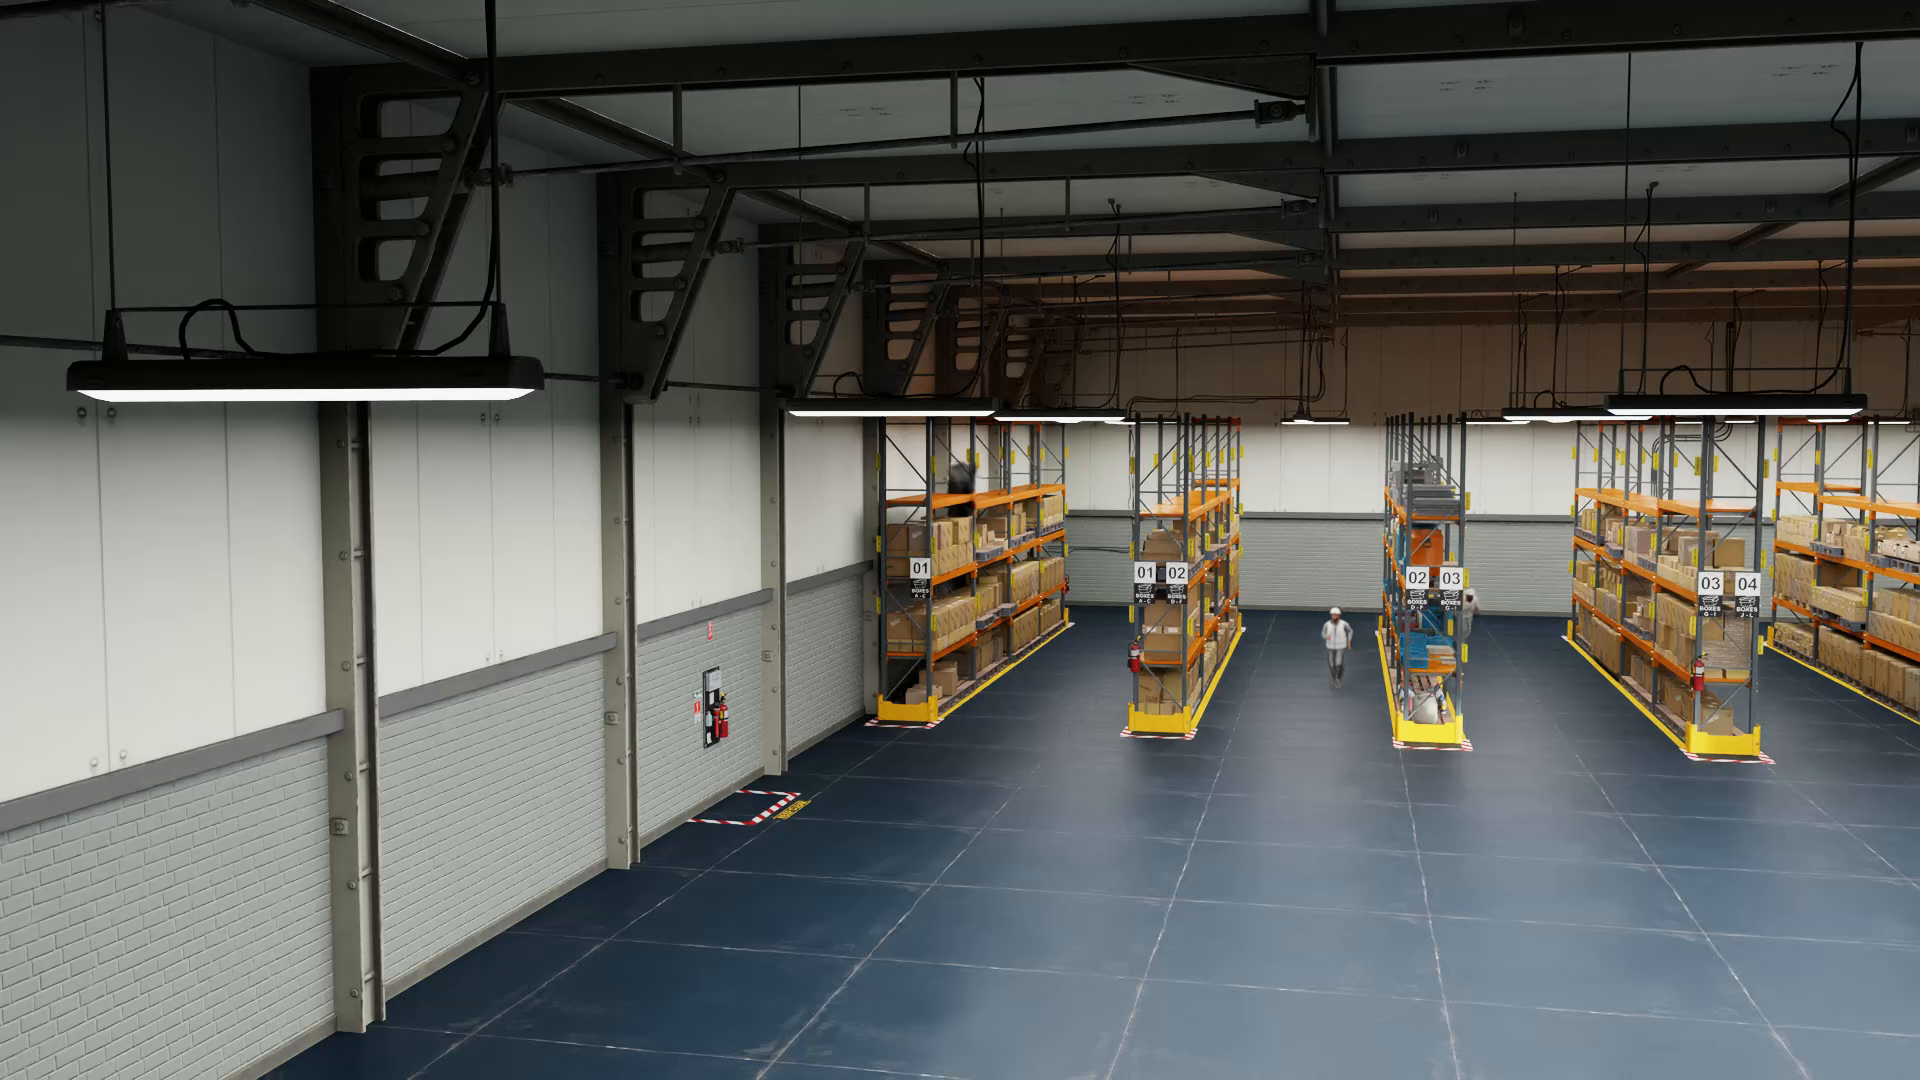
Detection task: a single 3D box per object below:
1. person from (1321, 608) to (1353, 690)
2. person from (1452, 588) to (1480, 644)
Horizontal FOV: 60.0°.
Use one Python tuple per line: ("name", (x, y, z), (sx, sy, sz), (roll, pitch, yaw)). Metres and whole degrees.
("person", (8.237, 2.380, 36.423), (0.636, 1.805, 0.811), (2, 4, 23))
("person", (13.077, 2.016, 43.115), (0.737, 1.576, 0.843), (0, 4, -6))
